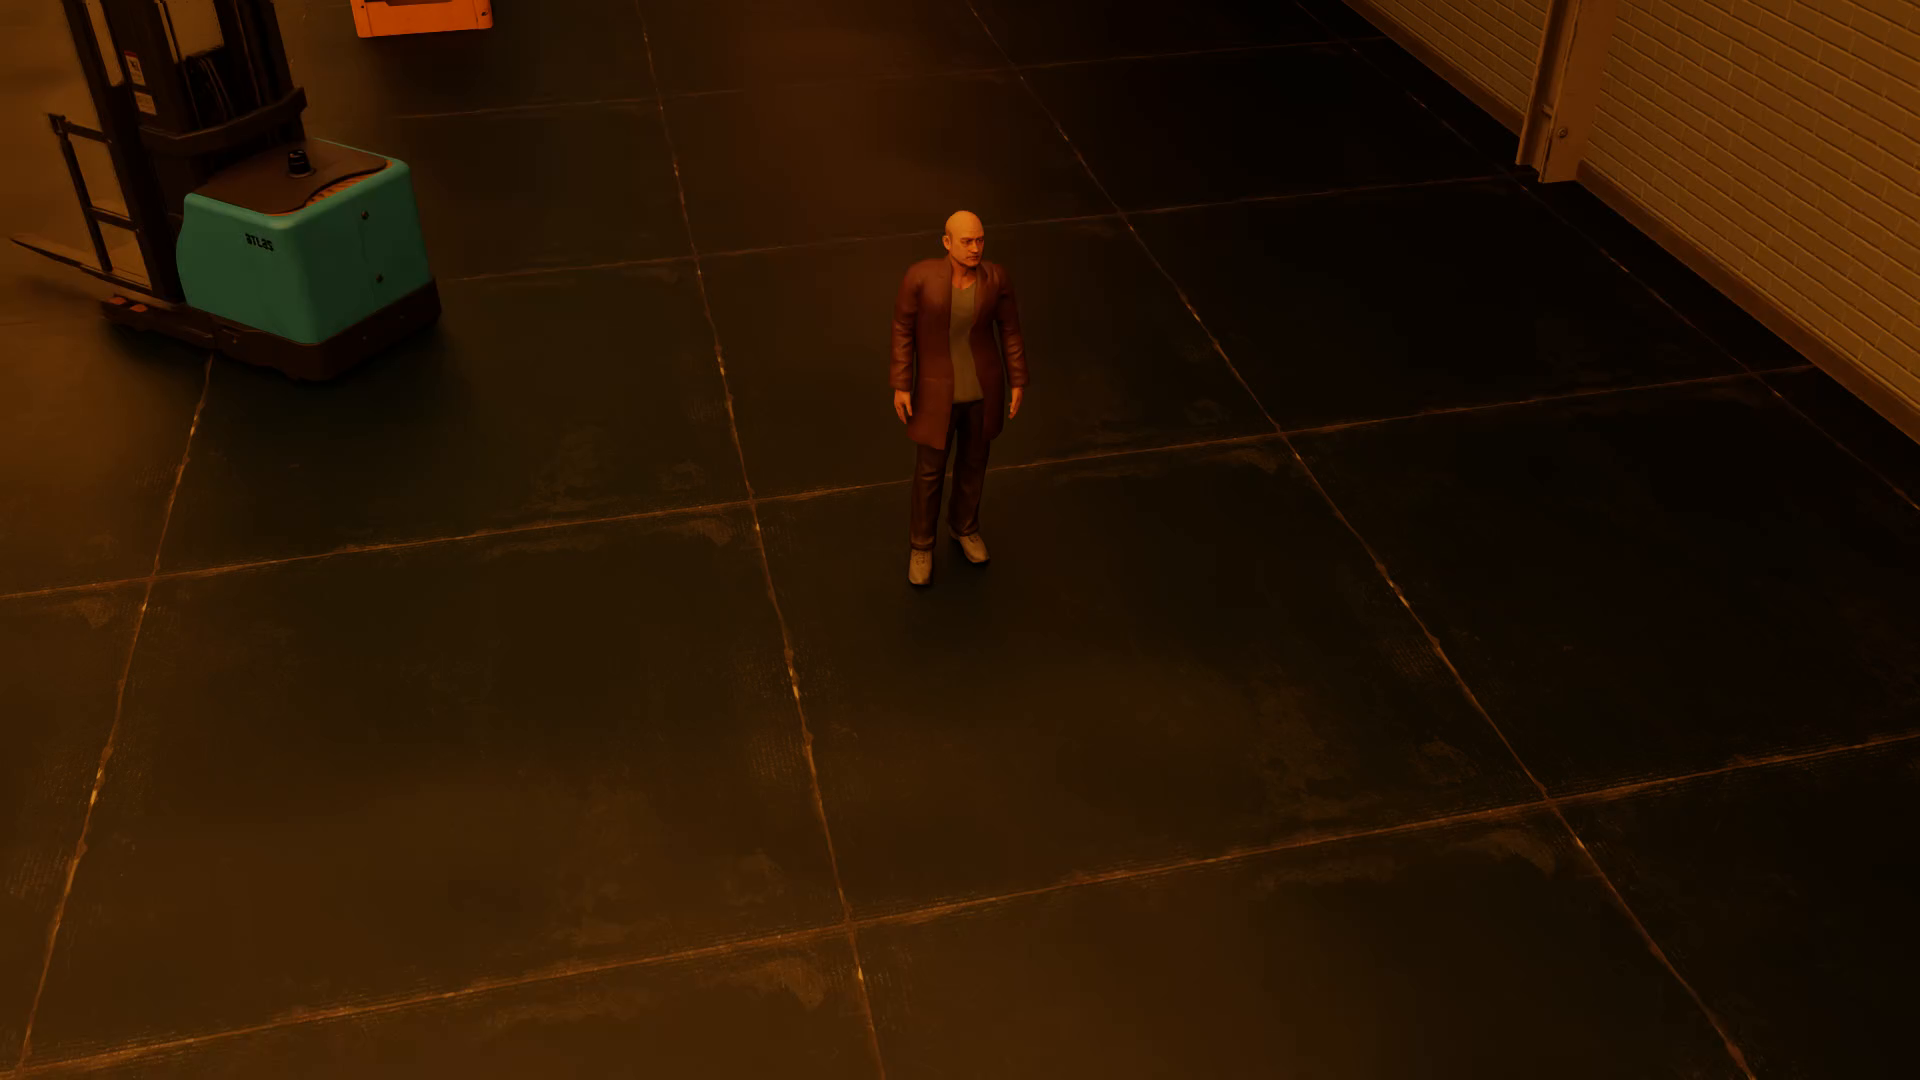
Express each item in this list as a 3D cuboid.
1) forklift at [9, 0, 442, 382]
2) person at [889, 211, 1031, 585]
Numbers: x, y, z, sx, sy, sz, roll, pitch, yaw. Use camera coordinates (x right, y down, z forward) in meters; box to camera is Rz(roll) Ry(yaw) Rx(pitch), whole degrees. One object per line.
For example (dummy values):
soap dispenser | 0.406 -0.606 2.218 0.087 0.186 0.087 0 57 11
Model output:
forklift | -4.783 -2.738 9.855 3.031 2.935 1.130 18 40 24
person | 0.016 -0.675 7.964 0.696 1.775 0.582 -8 36 -11
